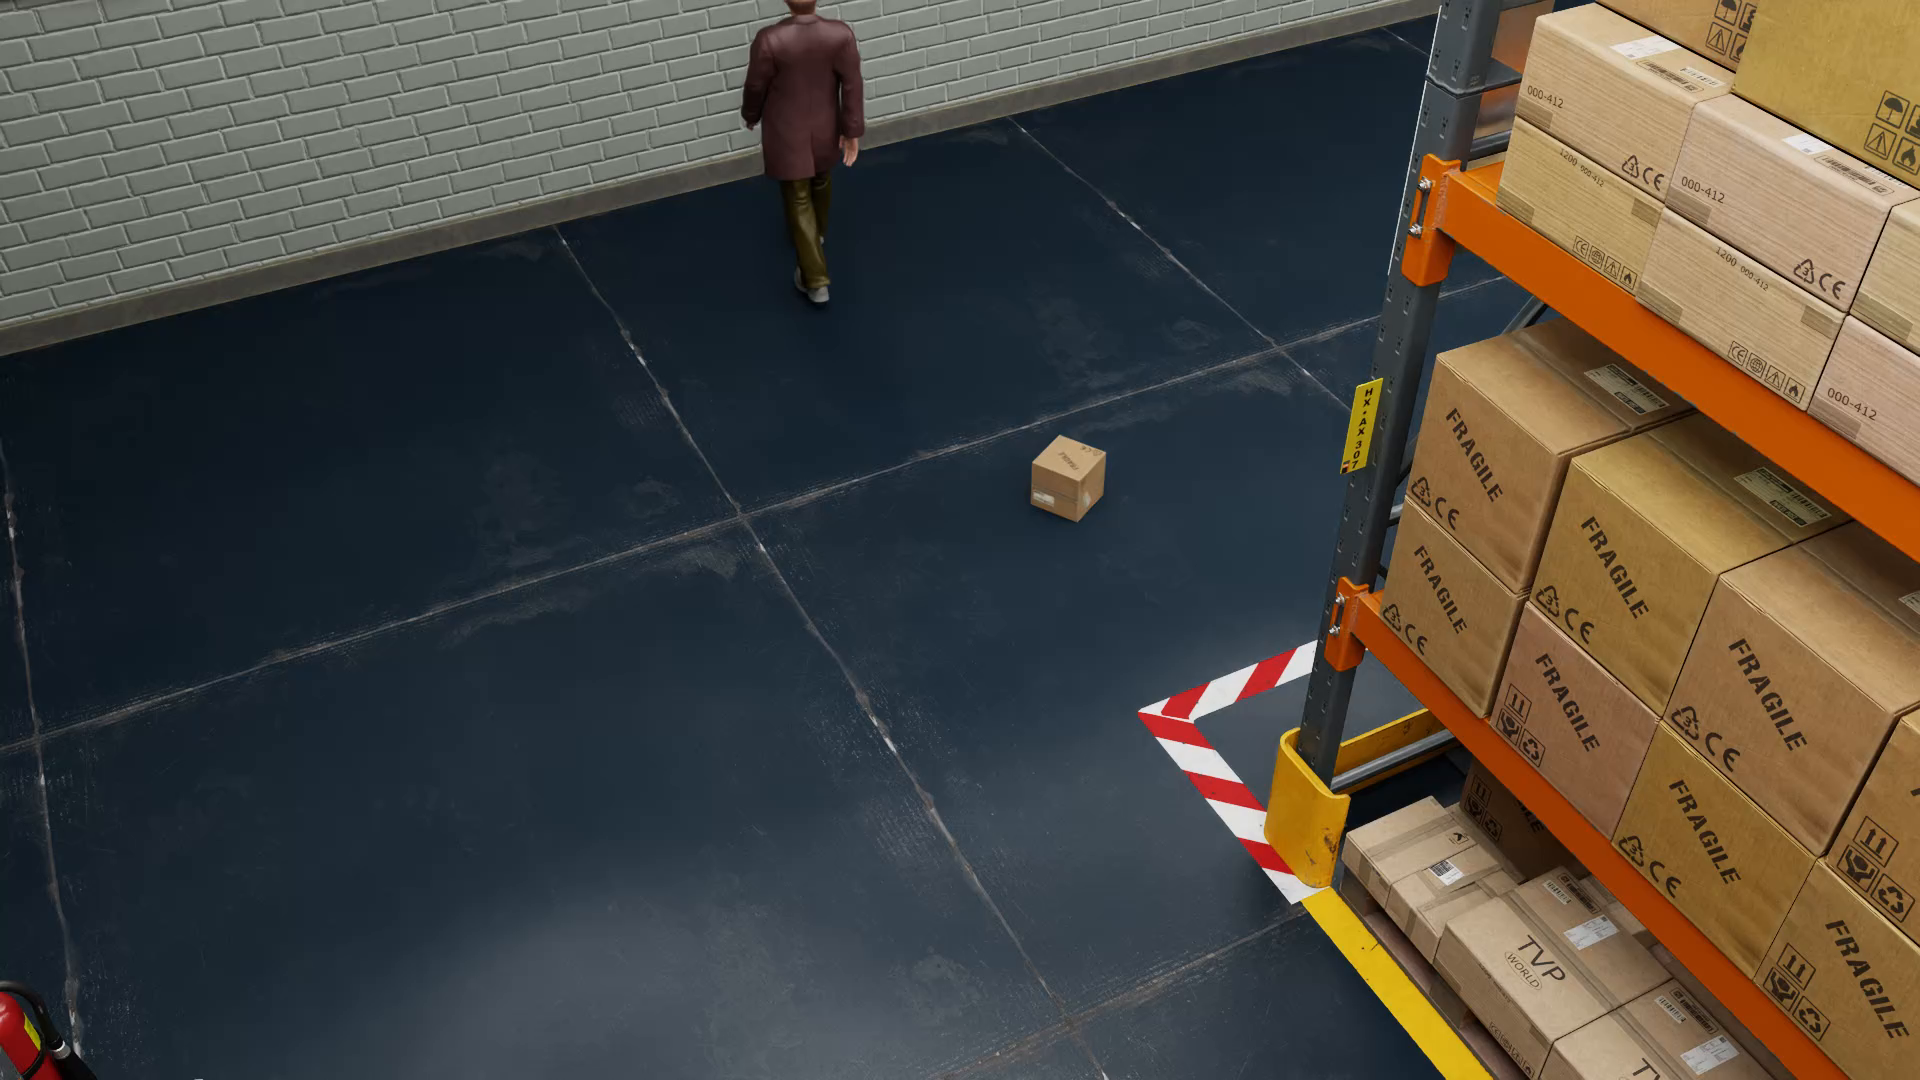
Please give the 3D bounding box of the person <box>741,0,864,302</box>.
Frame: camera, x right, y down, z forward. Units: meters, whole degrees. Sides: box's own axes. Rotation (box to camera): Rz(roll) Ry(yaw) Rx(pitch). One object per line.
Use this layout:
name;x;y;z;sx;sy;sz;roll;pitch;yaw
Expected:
person;-0.857;-2.209;8.736;0.581;1.735;0.997;-16;43;-18
